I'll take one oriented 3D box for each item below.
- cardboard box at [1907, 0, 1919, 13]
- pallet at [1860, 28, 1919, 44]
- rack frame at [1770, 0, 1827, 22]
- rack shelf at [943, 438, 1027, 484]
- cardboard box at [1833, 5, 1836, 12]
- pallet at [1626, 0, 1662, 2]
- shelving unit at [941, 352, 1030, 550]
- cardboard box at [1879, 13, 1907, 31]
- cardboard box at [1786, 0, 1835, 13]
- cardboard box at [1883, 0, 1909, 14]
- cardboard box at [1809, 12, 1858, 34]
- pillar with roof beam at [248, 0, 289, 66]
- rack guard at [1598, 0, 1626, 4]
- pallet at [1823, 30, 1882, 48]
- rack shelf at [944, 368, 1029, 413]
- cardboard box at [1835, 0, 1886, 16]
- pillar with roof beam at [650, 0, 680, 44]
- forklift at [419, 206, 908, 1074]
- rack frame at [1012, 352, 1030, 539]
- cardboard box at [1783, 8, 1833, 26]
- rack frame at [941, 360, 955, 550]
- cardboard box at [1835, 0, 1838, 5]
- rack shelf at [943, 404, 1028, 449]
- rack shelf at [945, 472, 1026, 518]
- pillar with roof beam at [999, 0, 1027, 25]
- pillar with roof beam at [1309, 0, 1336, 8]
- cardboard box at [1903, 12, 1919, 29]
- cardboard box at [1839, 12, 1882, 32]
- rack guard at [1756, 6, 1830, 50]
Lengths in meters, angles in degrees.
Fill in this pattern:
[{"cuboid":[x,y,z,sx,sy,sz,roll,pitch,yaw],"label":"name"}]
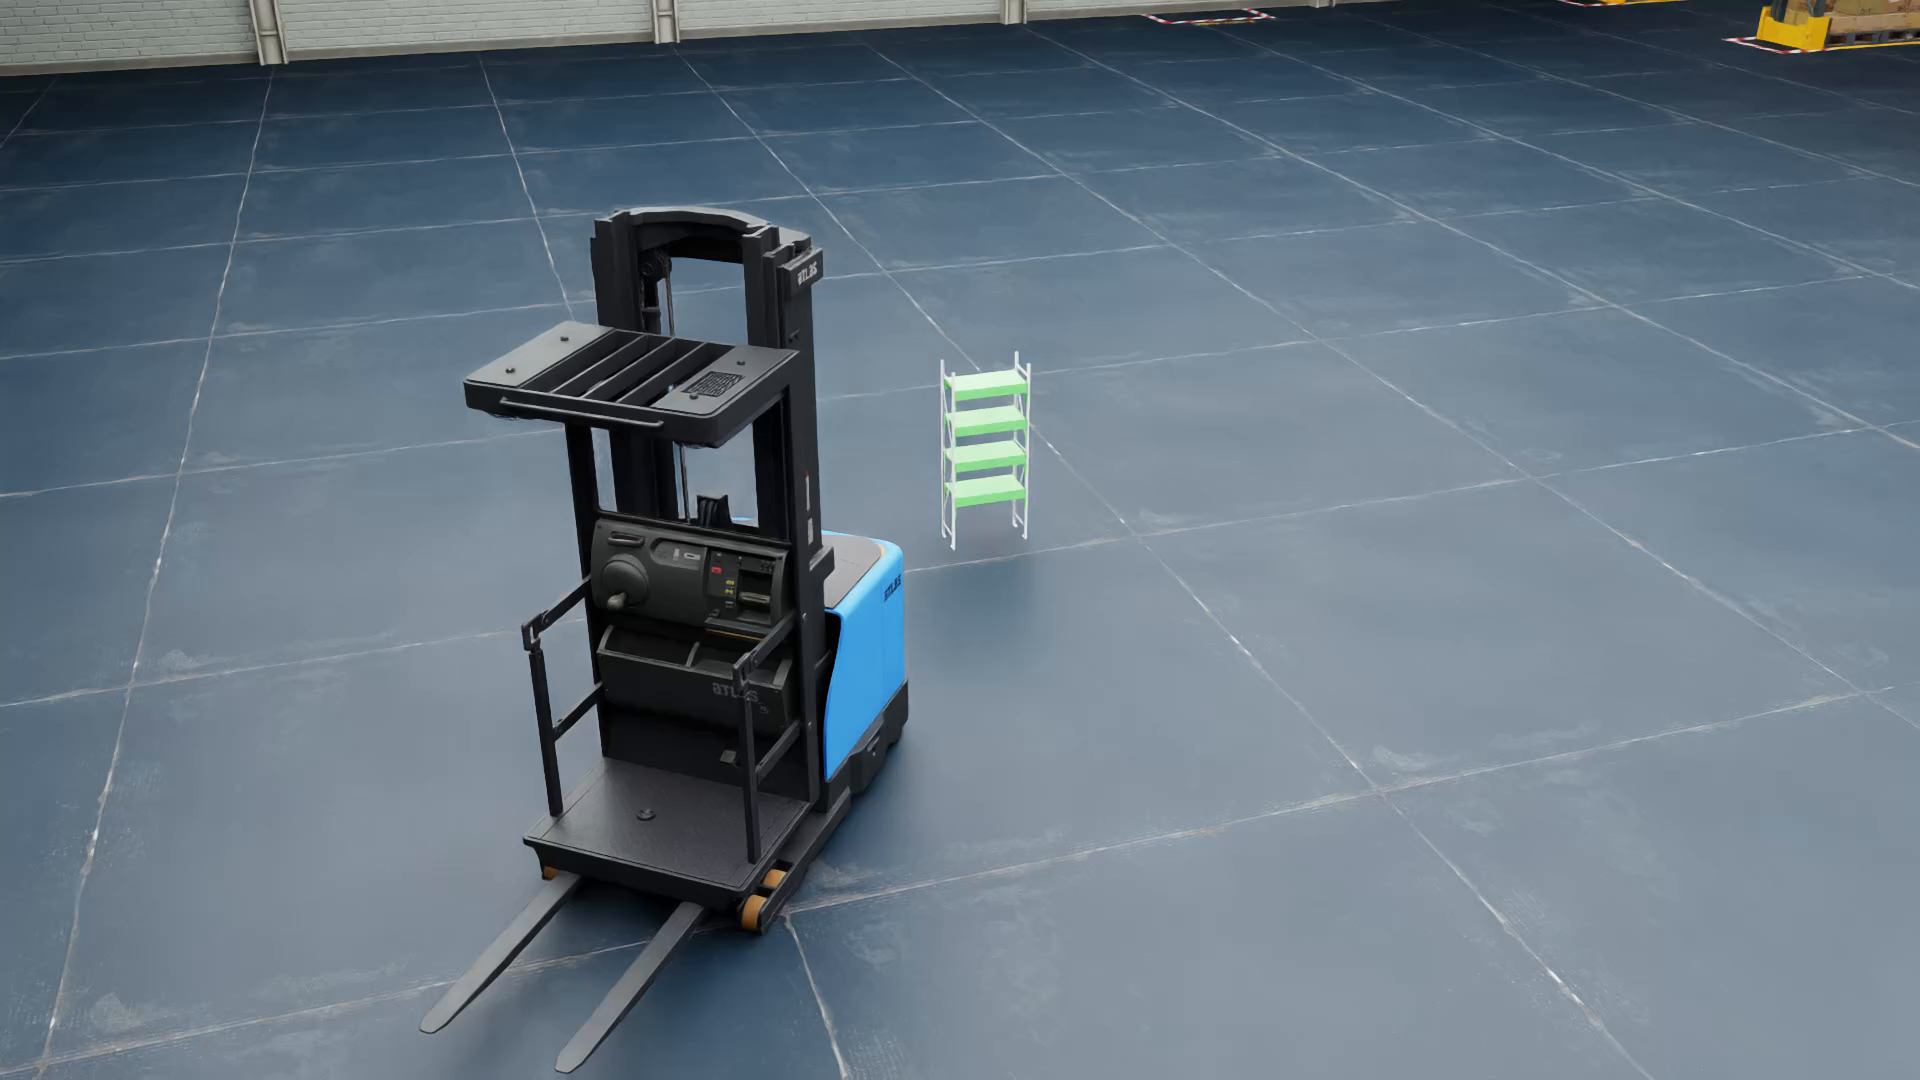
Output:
[{"cuboid":[15.472,-8.875,27.031,0.500,0.500,0.500,-8,28,-16],"label":"cardboard box"},{"cuboid":[15.338,-8.438,27.509,1.213,0.211,1.003,-8,28,-16],"label":"pallet"},{"cuboid":[13.466,-9.398,26.306,0.127,3.000,1.000,-8,28,-16],"label":"rack frame"},{"cuboid":[0.157,-0.503,10.558,0.480,0.148,0.258,-8,28,-16],"label":"rack shelf"},{"cuboid":[14.356,-8.627,27.374,0.500,0.250,0.500,-8,28,-16],"label":"cardboard box"},{"cuboid":[12.784,-10.350,31.360,1.213,0.211,1.003,-8,28,-16],"label":"pallet"},{"cuboid":[0.157,-0.560,10.529,0.503,1.200,0.258,-8,28,-16],"label":"shelving unit"},{"cuboid":[14.994,-8.473,27.064,0.500,0.250,0.500,-8,28,-16],"label":"cardboard box"},{"cuboid":[13.884,-8.890,27.060,0.500,0.500,0.500,-8,28,-16],"label":"cardboard box"},{"cuboid":[14.991,-8.814,26.907,0.500,0.500,0.500,-8,28,-16],"label":"cardboard box"},{"cuboid":[14.045,-8.334,26.784,0.500,0.250,0.500,-8,28,-16],"label":"cardboard box"},{"cuboid":[-9.161,-9.516,19.798,0.400,9.000,9.100,-8,28,-16],"label":"pillar with roof beam"},{"cuboid":[12.001,-10.382,31.101,0.348,0.500,1.175,-8,28,-16],"label":"rack guard"},{"cuboid":[14.180,-8.272,27.174,1.213,0.211,1.003,-8,28,-16],"label":"pallet"},{"cuboid":[0.157,-0.933,10.344,0.480,0.148,0.258,-8,28,-16],"label":"rack shelf"},{"cuboid":[14.519,-8.739,26.757,0.500,0.500,0.500,-8,28,-16],"label":"cardboard box"},{"cuboid":[-3.456,-10.342,21.462,0.400,9.000,9.100,-8,28,-16],"label":"pillar with roof beam"},{"cuboid":[-1.257,0.202,7.048,1.130,2.935,3.031,9,28,18],"label":"forklift"},{"cuboid":[0.389,-0.594,10.597,0.015,1.200,0.240,-8,28,-16],"label":"rack frame"},{"cuboid":[13.884,-8.553,27.225,0.500,0.250,0.500,-8,28,-16],"label":"cardboard box"},{"cuboid":[-0.075,-0.527,10.461,0.015,1.200,0.240,-8,28,-16],"label":"rack frame"},{"cuboid":[14.830,-9.034,27.350,0.500,0.500,0.500,-8,28,-16],"label":"cardboard box"},{"cuboid":[0.157,-0.718,10.451,0.480,0.148,0.258,-8,28,-16],"label":"rack shelf"},{"cuboid":[0.157,-0.288,10.664,0.480,0.148,0.258,-8,28,-16],"label":"rack shelf"},{"cuboid":[2.249,-11.168,23.126,0.400,9.000,9.100,-8,28,-16],"label":"pillar with roof beam"},{"cuboid":[7.954,-11.994,24.790,0.400,9.000,9.100,-8,28,-16],"label":"pillar with roof beam"},{"cuboid":[15.471,-8.540,27.198,0.500,0.250,0.500,-8,28,-16],"label":"cardboard box"},{"cuboid":[14.519,-8.404,26.925,0.500,0.250,0.500,-8,28,-16],"label":"cardboard box"},{"cuboid":[13.443,-8.275,26.855,0.348,0.500,1.175,-8,28,-16],"label":"rack guard"}]
